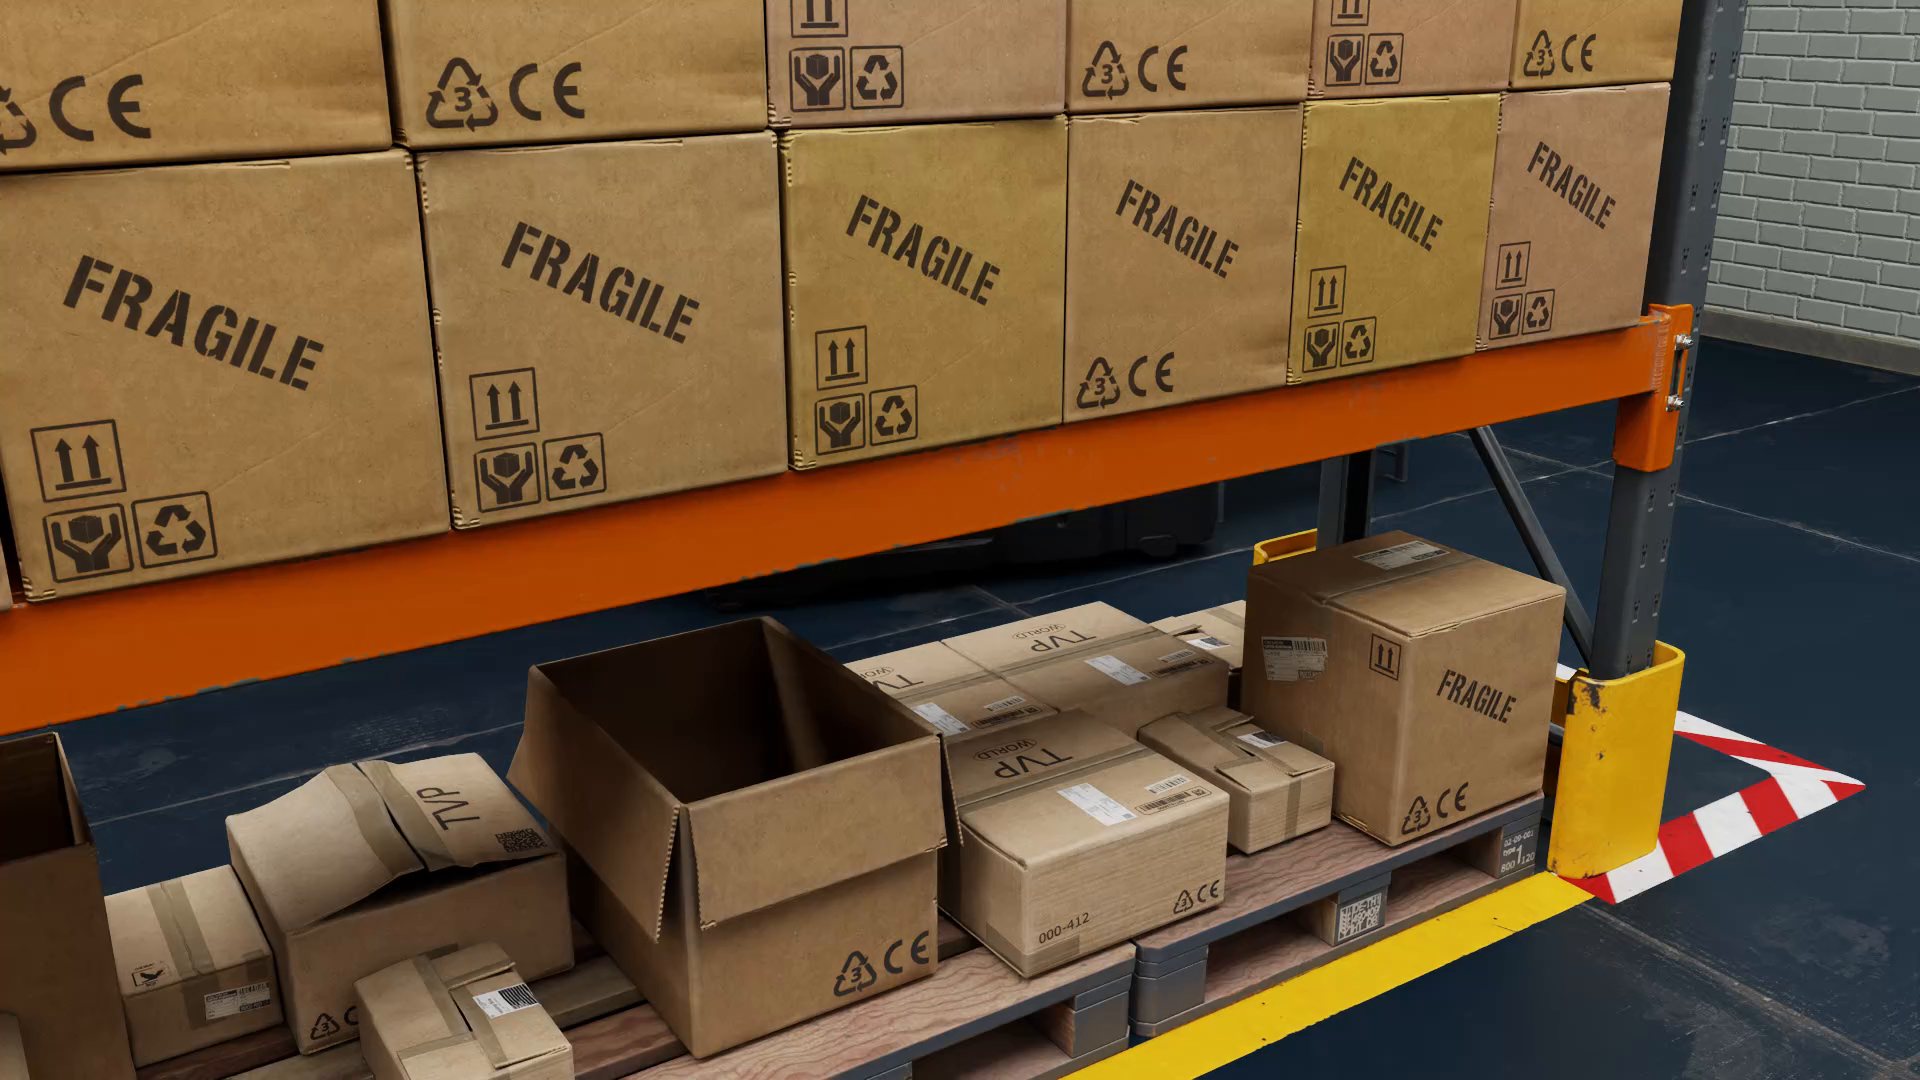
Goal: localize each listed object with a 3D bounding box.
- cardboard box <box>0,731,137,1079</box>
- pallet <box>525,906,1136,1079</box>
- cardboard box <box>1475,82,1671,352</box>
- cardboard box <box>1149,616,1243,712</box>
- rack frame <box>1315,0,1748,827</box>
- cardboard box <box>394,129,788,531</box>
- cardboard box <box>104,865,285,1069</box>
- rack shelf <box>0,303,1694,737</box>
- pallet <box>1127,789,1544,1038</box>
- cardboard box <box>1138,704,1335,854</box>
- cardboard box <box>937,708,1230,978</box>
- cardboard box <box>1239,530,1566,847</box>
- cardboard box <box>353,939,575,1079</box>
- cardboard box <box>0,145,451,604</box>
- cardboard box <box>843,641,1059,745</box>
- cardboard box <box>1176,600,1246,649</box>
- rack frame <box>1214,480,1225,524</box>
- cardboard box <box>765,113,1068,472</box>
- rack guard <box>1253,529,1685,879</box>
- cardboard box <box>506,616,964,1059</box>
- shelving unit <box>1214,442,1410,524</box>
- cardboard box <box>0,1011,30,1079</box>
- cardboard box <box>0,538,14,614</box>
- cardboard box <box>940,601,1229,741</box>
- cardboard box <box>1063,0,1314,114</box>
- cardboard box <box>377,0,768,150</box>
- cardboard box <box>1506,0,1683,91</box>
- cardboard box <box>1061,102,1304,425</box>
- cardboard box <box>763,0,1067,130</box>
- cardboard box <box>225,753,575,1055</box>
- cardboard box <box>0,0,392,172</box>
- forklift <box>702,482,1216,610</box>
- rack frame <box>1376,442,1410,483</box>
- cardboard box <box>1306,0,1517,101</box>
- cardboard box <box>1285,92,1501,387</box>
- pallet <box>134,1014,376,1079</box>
[{"bbox_3d":[-1.699,0.686,2.748,0.500,0.500,0.500,-12,22,-31],"label":"cardboard box"},{"bbox_3d":[-0.425,0.871,3.340,1.213,0.211,1.003,-12,22,-31],"label":"pallet"},{"bbox_3d":[1.097,-0.714,3.516,0.500,0.500,0.500,-11,22,-30],"label":"cardboard box"},{"bbox_3d":[0.574,0.342,4.288,0.250,0.166,0.380,-12,22,-31],"label":"cardboard box"},{"bbox_3d":[1.322,-0.818,3.981,0.127,3.000,1.000,-12,22,-31],"label":"rack frame"},{"bbox_3d":[-0.599,-0.356,2.459,0.500,0.500,0.500,-12,22,-32],"label":"cardboard box"},{"bbox_3d":[-1.419,0.770,3.047,0.250,0.149,0.380,-12,22,-31],"label":"cardboard box"},{"bbox_3d":[-0.349,-0.125,3.054,4.000,0.370,1.077,-12,22,-31],"label":"rack shelf"},{"bbox_3d":[0.593,0.657,3.972,1.213,0.211,1.003,-12,22,-31],"label":"pallet"},{"bbox_3d":[0.615,0.525,3.746,0.250,0.166,0.380,-12,22,-31],"label":"cardboard box"},{"bbox_3d":[0.193,0.597,3.401,0.500,0.250,0.500,-12,22,-31],"label":"cardboard box"},{"bbox_3d":[1.003,0.319,3.832,0.500,0.500,0.500,-12,22,-31],"label":"cardboard box"},{"bbox_3d":[-0.833,0.849,2.786,0.250,0.166,0.380,-12,22,-31],"label":"cardboard box"},{"bbox_3d":[-1.018,-0.269,2.200,0.500,0.500,0.500,-11,22,-30],"label":"cardboard box"},{"bbox_3d":[-0.124,0.472,3.771,0.500,0.250,0.500,-12,22,-31],"label":"cardboard box"},{"bbox_3d":[0.783,0.306,4.421,0.250,0.149,0.380,-12,22,-31],"label":"cardboard box"},{"bbox_3d":[0.870,-0.842,6.393,0.032,1.500,0.500,-12,22,-31],"label":"rack frame"},{"bbox_3d":[-0.175,-0.446,2.725,0.500,0.500,0.500,-12,22,-32],"label":"cardboard box"},{"bbox_3d":[1.258,0.380,4.342,0.348,0.500,1.175,-12,22,-31],"label":"rack guard"},{"bbox_3d":[-0.453,0.528,3.209,0.637,0.503,0.797,-12,22,-31],"label":"cardboard box"},{"bbox_3d":[1.297,-0.930,6.655,1.048,1.500,0.538,-12,22,-31],"label":"shelving unit"},{"bbox_3d":[-1.550,0.936,2.304,0.500,0.311,0.500,-12,22,-31],"label":"cardboard box"},{"bbox_3d":[-1.444,-0.178,1.931,0.500,0.500,0.500,-11,22,-30],"label":"cardboard box"},{"bbox_3d":[0.294,0.384,4.031,0.500,0.250,0.500,-12,22,-31],"label":"cardboard box"},{"bbox_3d":[0.249,-1.005,2.817,0.500,0.500,0.500,-11,22,-30],"label":"cardboard box"},{"bbox_3d":[-0.611,-0.824,2.280,0.500,0.500,0.500,-13,22,-33],"label":"cardboard box"},{"bbox_3d":[1.101,-1.187,3.355,0.500,0.500,0.500,-12,22,-32],"label":"cardboard box"},{"bbox_3d":[0.246,-0.535,2.987,0.500,0.500,0.500,-12,22,-31],"label":"cardboard box"},{"bbox_3d":[-0.180,-0.915,2.550,0.500,0.500,0.500,-11,22,-30],"label":"cardboard box"},{"bbox_3d":[-1.073,0.644,3.169,0.500,0.311,0.500,-12,22,-31],"label":"cardboard box"},{"bbox_3d":[-1.040,-0.733,2.013,0.500,0.500,0.500,-13,22,-33],"label":"cardboard box"},{"bbox_3d":[-0.650,-1.342,5.638,3.031,2.935,1.130,-5,19,-16],"label":"forklift"},{"bbox_3d":[1.723,-1.019,6.917,0.032,1.500,0.500,-12,22,-31],"label":"rack frame"},{"bbox_3d":[0.680,-1.098,3.091,0.500,0.500,0.500,-11,22,-30],"label":"cardboard box"},{"bbox_3d":[0.666,-0.621,3.243,0.500,0.500,0.500,-12,22,-31],"label":"cardboard box"},{"bbox_3d":[-1.445,1.087,2.700,1.213,0.211,1.003,-12,22,-31],"label":"pallet"}]
